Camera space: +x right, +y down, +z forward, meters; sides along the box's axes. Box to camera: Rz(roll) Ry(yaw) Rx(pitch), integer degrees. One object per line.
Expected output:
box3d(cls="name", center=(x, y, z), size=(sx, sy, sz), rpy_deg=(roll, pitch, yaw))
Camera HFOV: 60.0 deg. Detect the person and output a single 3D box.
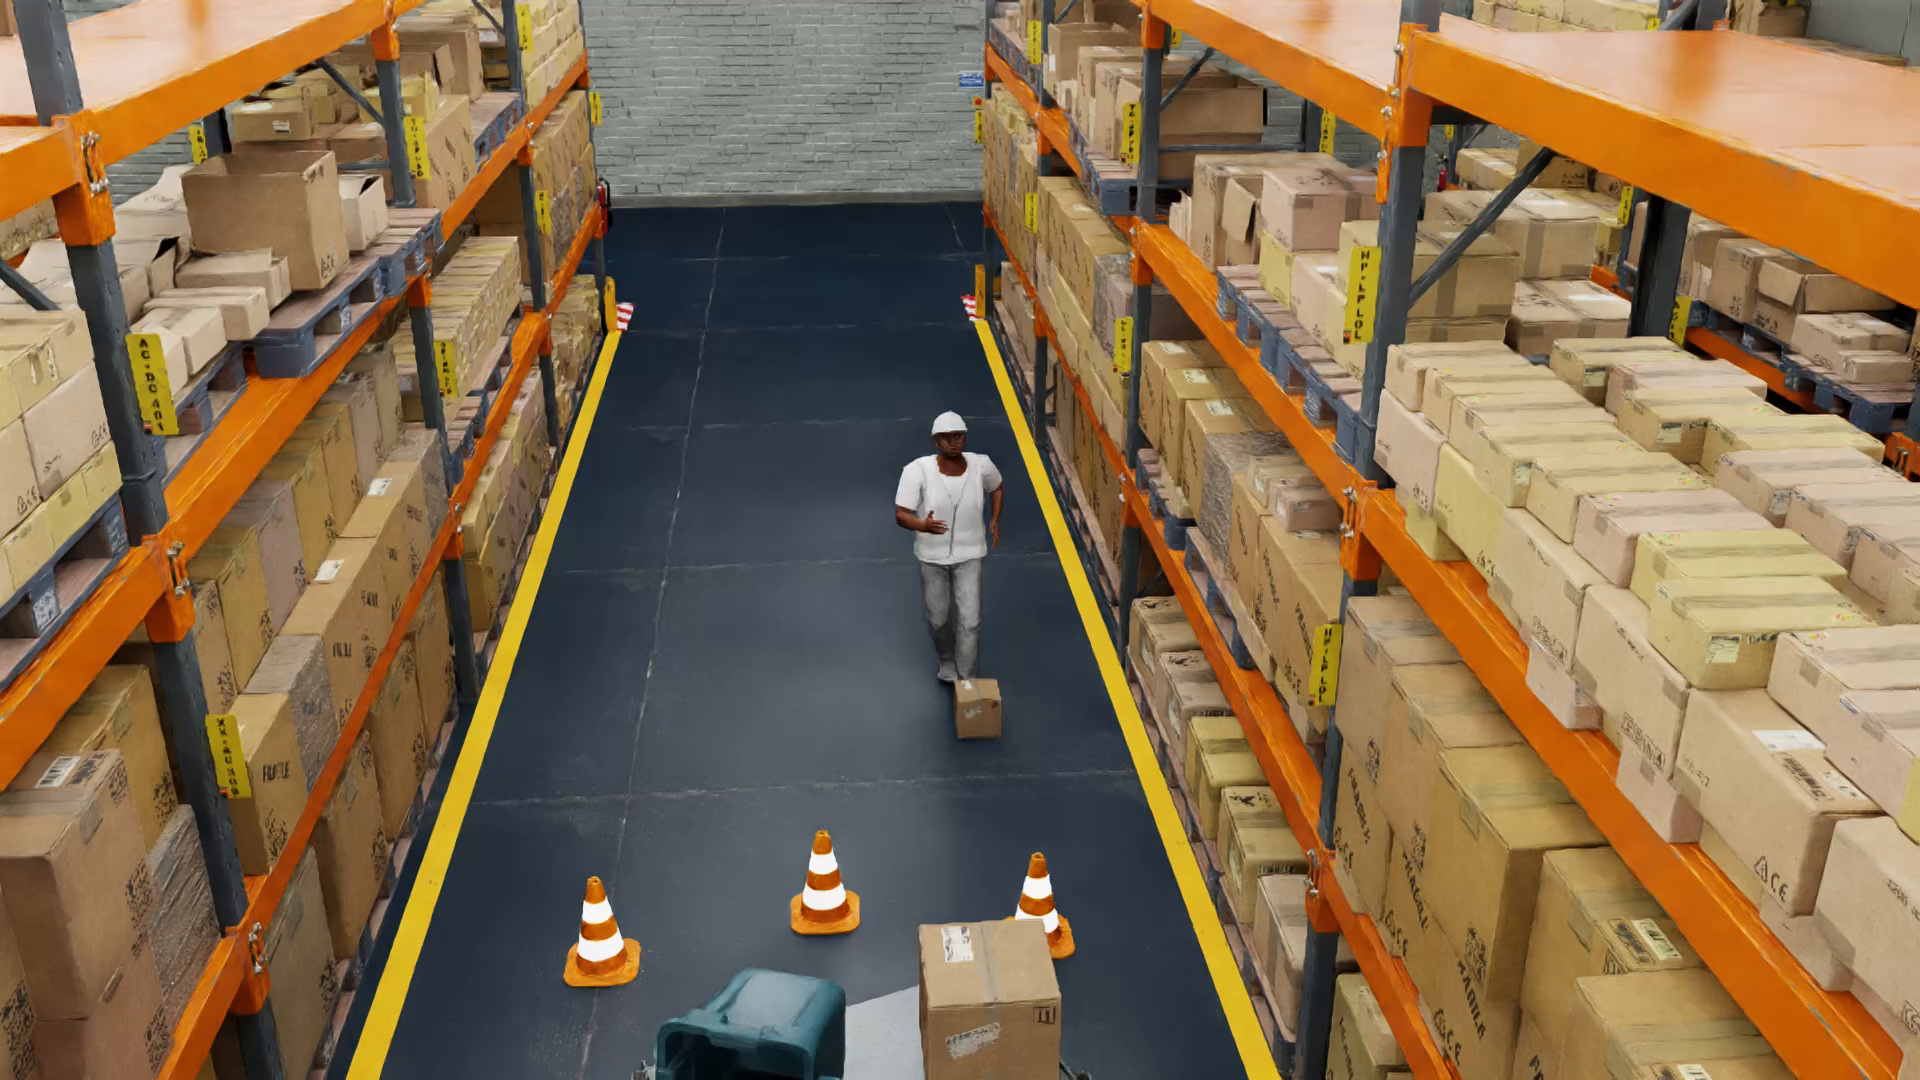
box3d(cls="person", center=(-0.051, 0.130, 9.787), size=(0.654, 1.745, 0.868), rpy_deg=(-1, 24, -1))
